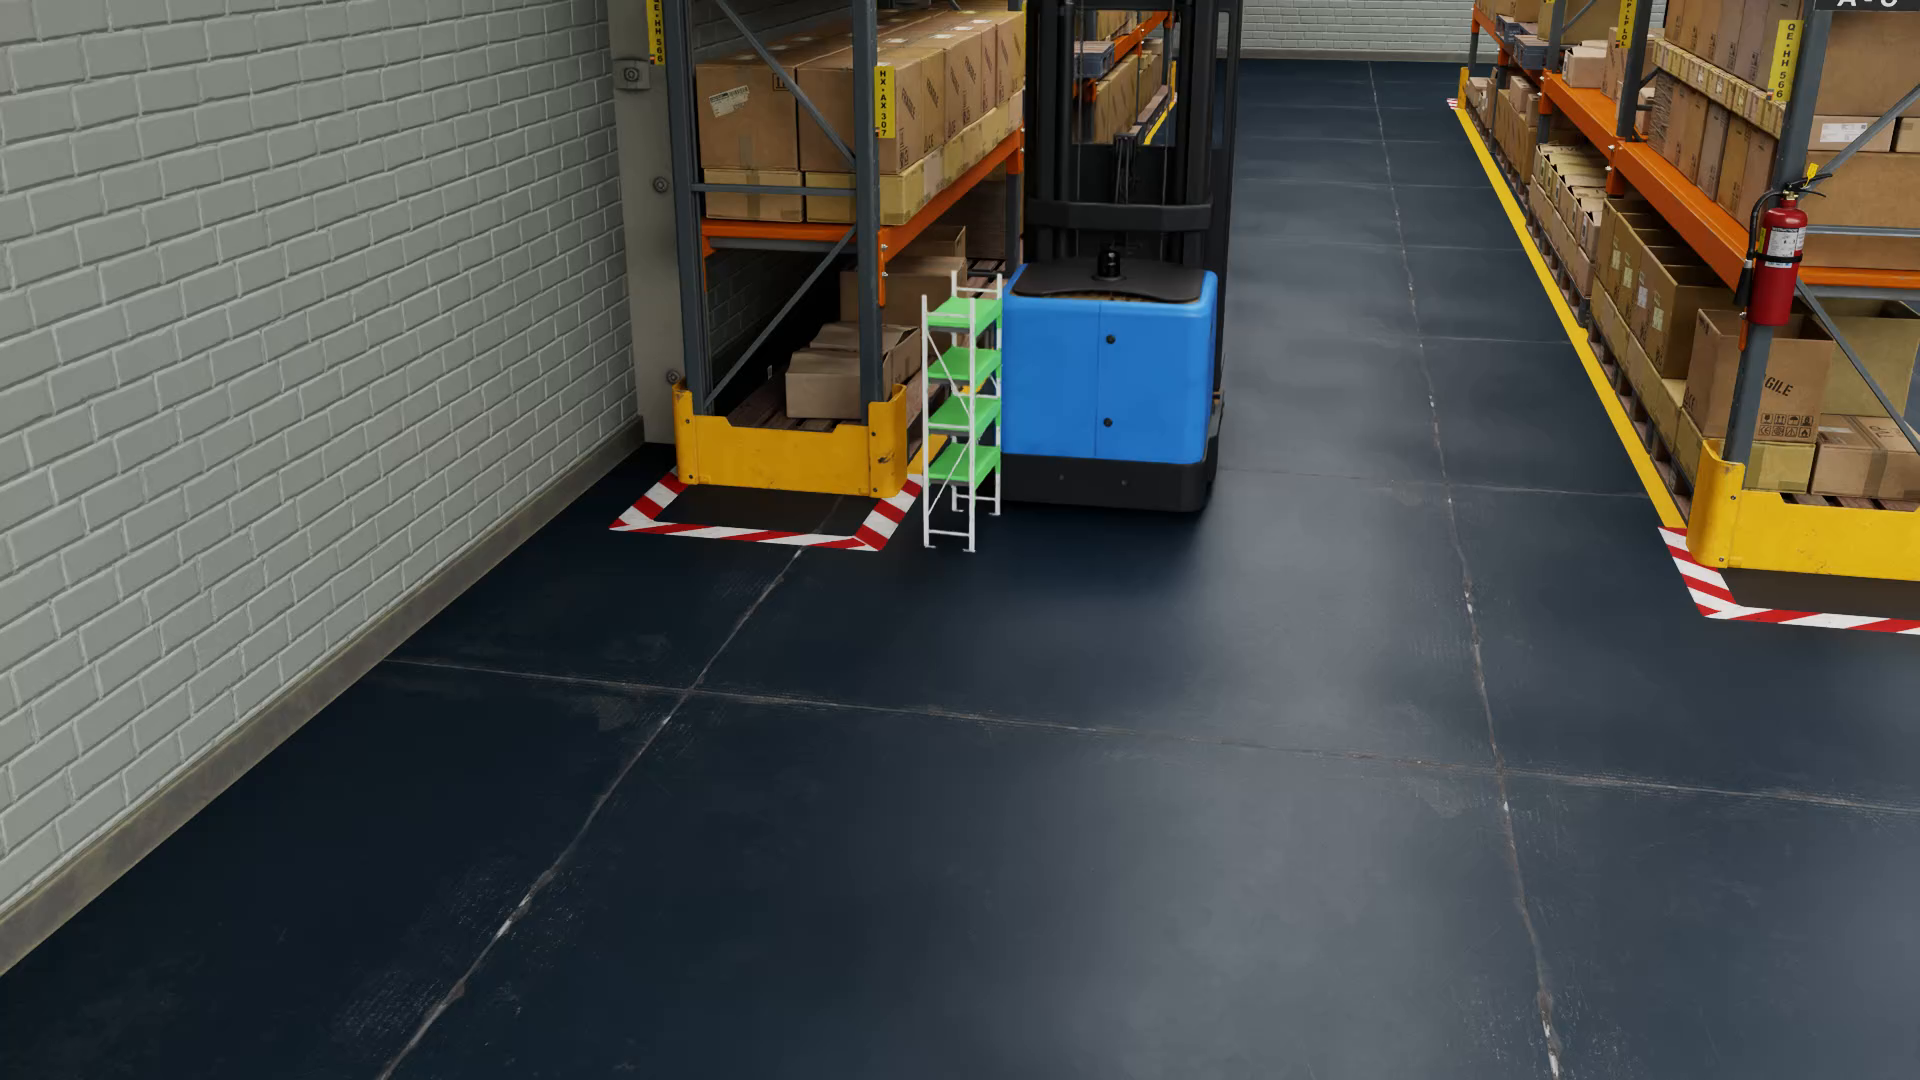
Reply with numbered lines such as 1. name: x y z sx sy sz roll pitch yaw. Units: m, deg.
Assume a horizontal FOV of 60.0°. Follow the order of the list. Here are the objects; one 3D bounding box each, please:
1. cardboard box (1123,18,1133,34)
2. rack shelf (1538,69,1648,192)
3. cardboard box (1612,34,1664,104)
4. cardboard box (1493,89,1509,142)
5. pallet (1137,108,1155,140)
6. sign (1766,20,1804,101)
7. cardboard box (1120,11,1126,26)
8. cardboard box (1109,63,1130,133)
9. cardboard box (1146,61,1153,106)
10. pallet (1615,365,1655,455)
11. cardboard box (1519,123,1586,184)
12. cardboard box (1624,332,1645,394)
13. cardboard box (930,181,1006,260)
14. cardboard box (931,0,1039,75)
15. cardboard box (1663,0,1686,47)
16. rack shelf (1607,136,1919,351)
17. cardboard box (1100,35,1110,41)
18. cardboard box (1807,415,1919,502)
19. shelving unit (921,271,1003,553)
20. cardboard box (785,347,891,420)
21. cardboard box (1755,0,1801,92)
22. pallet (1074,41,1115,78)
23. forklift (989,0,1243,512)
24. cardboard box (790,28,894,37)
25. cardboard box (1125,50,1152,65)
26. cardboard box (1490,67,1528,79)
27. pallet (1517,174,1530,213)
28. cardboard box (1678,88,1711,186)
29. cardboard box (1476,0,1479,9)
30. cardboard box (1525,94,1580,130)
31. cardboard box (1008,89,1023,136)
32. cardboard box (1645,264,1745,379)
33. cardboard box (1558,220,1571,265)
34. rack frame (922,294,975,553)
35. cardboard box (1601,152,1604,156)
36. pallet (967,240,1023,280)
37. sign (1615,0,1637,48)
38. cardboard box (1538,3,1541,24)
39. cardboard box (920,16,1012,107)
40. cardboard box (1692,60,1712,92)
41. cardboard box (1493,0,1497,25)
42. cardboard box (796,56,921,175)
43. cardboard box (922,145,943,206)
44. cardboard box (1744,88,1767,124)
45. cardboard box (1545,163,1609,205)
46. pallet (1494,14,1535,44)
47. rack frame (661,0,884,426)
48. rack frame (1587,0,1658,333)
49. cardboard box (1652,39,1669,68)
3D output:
1. cardboard box: 1.650 -5.527 17.871 0.380 0.149 0.250 4 22 11
2. rack shelf: 5.190 -3.161 12.651 1.077 0.370 4.000 4 22 11
3. cardboard box: 5.164 -3.466 12.310 0.500 0.500 0.500 4 22 11
4. cardboard box: 6.077 -4.576 17.957 0.500 0.500 0.500 3 22 8
5. pallet: 1.796 -5.044 20.096 1.003 0.211 1.213 4 22 11
6. sign: 3.437 -1.994 6.923 0.100 0.325 0.005 4 22 11
7. cardboard box: 1.414 -5.518 16.980 0.500 0.500 0.500 5 22 12
8. cardboard box: 1.380 -4.690 17.800 0.750 0.750 0.750 5 23 13
9. cardboard box: 2.029 -5.738 20.869 0.700 0.500 0.500 5 22 12
10. pallet: 4.332 -0.735 9.396 1.003 0.211 1.213 4 22 11
11. cardboard box: 5.559 -3.631 15.612 0.500 0.500 0.500 5 23 13
12. cardboard box: 4.080 -0.988 9.411 0.500 0.250 0.500 4 22 11
13. cardboard box: 0.065 -2.455 12.691 0.700 0.500 0.500 5 23 13
14. cardboard box: 0.190 -3.778 12.496 0.700 0.500 0.500 7 23 16
15. cardboard box: 4.697 -3.249 10.036 0.700 0.500 0.500 5 22 11
16. rack shelf: 4.374 -1.699 9.019 1.077 0.370 4.000 4 22 11
17. cardboard box: 1.239 -4.781 16.018 0.380 0.149 0.250 5 23 13
18. cardboard box: 4.293 -0.399 7.948 0.500 0.250 0.500 4 22 11
19. shelving unit: 0.013 -0.600 7.737 0.258 1.200 0.503 6 23 14
20. cardboard box: -0.656 -0.880 9.034 0.500 0.311 0.500 2 22 5
21. cardboard box: 4.186 -2.331 7.756 0.700 0.500 0.500 4 22 10
22. pallet: 0.706 -4.245 14.636 1.213 0.211 1.003 4 22 11
23. forklift: 0.924 -2.012 8.925 1.130 2.935 3.031 4 22 10
24. cardboard box: -0.680 -2.710 9.738 0.500 0.500 0.500 5 22 12
25. cardboard box: 2.172 -5.970 20.577 0.380 0.149 0.250 4 22 9
26. cardboard box: 6.792 -5.423 20.057 0.797 0.503 0.637 4 22 11
27. pallet: 5.787 -3.203 15.525 1.003 0.211 1.213 4 22 11
28. cardboard box: 4.490 -2.271 9.343 0.700 0.500 0.500 5 22 12
29. cardboard box: 6.882 -7.057 21.226 0.500 0.500 0.500 5 22 12
30. cardboard box: 5.566 -4.000 15.523 0.500 0.250 0.500 5 23 13
31. cardboard box: 0.131 -2.883 11.172 0.500 0.250 0.500 5 22 11
32. cardboard box: 3.973 -1.154 8.818 0.500 0.500 0.500 4 22 11
33. cardboard box: 4.791 -2.229 12.491 0.500 0.250 0.500 5 22 12
34. rack frame: -0.052 -0.512 7.519 0.240 1.200 0.015 6 23 14
35. cardboard box: 5.732 -3.196 14.141 0.500 0.311 0.500 5 22 12
36. pallet: 0.089 -2.131 12.863 1.003 0.211 1.213 4 22 11
37. sign: 4.248 -3.302 10.593 0.100 0.325 0.005 4 22 11
38. cardboard box: 6.114 -5.280 16.252 0.700 0.500 0.500 -1 22 -3
39. cardboard box: 0.041 -3.048 10.577 0.500 0.500 0.500 4 22 11
40. cardboard box: 4.278 -2.556 9.183 0.380 0.149 0.250 4 22 9
41. cardboard box: 6.369 -6.127 18.918 0.500 0.500 0.500 5 22 12
42. cardboard box: -0.493 -2.116 8.263 0.500 0.500 0.500 4 22 11
43. cardboard box: -0.382 -1.962 8.884 0.500 0.250 0.500 4 22 9
44. cardboard box: 4.014 -2.084 8.010 0.380 0.149 0.250 5 22 12
45. cardboard box: 4.998 -2.858 13.302 0.500 0.311 0.500 4 22 9
46. pallet: 6.144 -5.317 17.296 1.003 0.211 1.213 4 22 11
47. rack frame: -0.885 -1.677 8.003 1.000 3.000 0.127 4 22 11
48. rack frame: 4.782 -2.764 10.701 1.000 3.000 0.127 4 22 11
49. cardboard box: 4.537 -3.027 10.353 0.380 0.149 0.250 4 22 11
